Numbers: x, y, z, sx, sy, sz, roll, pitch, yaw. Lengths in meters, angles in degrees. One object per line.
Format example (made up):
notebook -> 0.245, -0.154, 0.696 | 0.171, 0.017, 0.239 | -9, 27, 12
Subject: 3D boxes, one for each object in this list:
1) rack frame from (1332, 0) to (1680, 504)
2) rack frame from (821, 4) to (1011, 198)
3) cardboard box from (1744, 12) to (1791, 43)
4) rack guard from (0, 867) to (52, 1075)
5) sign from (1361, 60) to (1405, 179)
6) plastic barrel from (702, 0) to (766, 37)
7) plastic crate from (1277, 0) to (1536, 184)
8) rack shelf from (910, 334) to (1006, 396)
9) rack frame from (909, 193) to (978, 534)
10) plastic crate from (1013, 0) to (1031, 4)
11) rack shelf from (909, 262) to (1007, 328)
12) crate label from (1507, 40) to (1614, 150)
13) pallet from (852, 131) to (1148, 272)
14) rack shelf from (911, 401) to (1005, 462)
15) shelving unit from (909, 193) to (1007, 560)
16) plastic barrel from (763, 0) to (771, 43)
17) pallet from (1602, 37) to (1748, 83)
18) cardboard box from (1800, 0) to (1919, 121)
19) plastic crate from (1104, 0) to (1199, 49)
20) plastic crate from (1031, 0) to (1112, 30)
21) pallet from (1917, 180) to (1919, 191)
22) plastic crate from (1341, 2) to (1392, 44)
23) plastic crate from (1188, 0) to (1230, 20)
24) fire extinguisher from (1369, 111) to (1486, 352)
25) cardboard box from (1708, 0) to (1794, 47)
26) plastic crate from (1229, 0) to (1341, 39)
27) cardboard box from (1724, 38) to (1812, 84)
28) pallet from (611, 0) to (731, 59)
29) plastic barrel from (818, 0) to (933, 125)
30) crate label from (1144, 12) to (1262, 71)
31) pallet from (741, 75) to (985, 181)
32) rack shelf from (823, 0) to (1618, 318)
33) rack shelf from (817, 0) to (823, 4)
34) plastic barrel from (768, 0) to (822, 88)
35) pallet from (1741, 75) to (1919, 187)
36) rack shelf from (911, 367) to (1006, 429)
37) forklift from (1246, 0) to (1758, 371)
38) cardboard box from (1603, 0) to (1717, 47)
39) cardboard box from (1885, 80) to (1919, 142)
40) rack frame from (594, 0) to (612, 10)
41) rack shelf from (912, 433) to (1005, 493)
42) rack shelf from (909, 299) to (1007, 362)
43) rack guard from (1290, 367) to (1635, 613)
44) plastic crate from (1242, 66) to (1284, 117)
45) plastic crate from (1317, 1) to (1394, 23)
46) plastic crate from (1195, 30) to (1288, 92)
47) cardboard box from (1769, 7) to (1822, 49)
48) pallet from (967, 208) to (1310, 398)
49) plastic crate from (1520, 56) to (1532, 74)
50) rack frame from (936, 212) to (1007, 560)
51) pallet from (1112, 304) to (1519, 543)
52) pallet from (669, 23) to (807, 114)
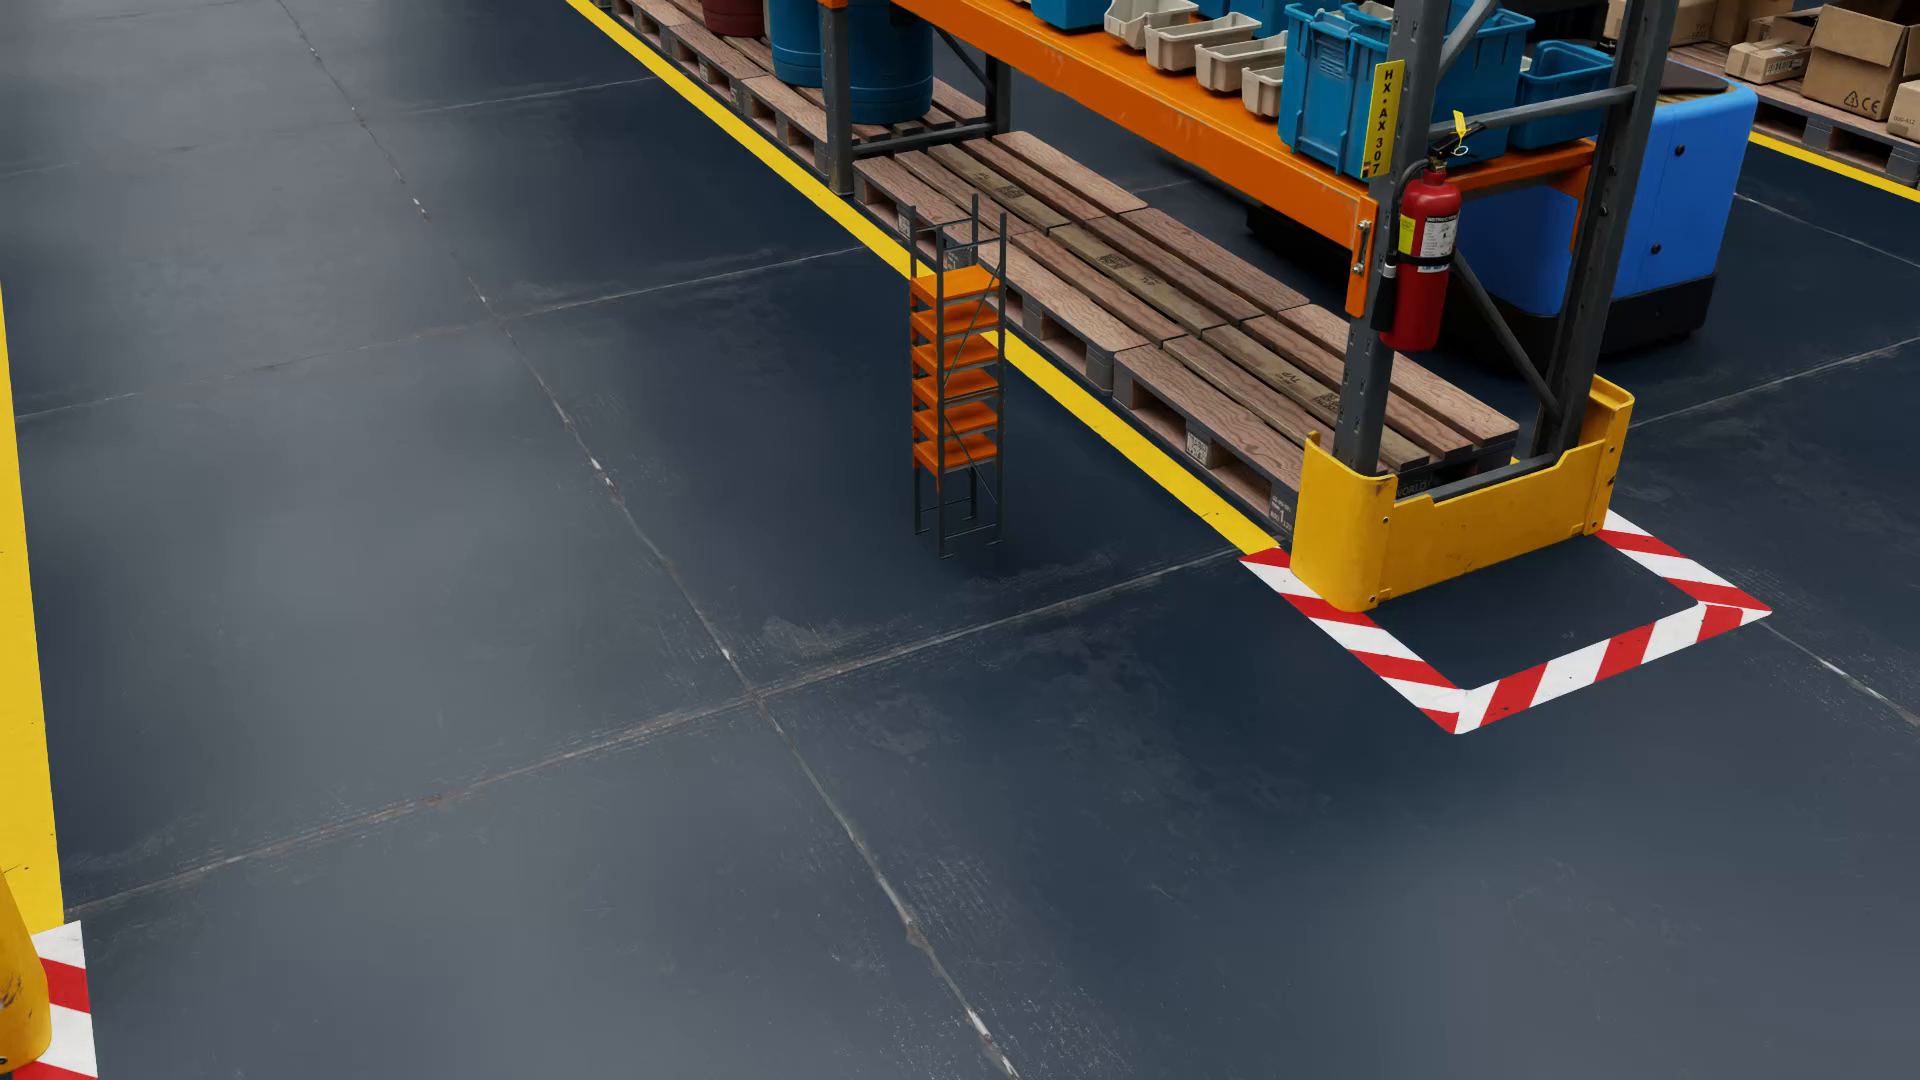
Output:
rack frame -> 1.661, -1.252, 4.923 | 1.000, 3.000, 0.127 | -16, 36, -23
rack frame -> -0.204, -3.161, 7.903 | 1.000, 3.000, 0.127 | -16, 36, -23
cardboard box -> 4.924, -3.025, 9.926 | 0.380, 0.149, 0.250 | -16, 36, -23
rack guard -> -2.709, 1.058, 3.635 | 1.175, 0.500, 0.348 | -16, 36, -23
sign -> 1.182, -1.174, 4.651 | 0.100, 0.325, 0.005 | -16, 36, -23
plastic barrel -> -1.299, -3.463, 10.221 | 0.600, 0.588, 0.708 | -16, 36, -23
plastic crate -> 1.340, -1.405, 5.074 | 0.616, 0.435, 0.499 | -16, 36, -23
rack shelf -> -0.007, -0.576, 5.396 | 0.258, 0.103, 0.180 | -16, 36, -23
rack frame -> -0.049, -0.556, 5.505 | 0.240, 1.200, 0.006 | -16, 36, -23
plastic crate -> 0.345, -2.361, 6.709 | 0.437, 0.282, 0.530 | -16, 36, -23
rack shelf -> -0.007, -0.778, 5.267 | 0.258, 0.103, 0.180 | -16, 36, -23
crate label -> 1.837, -1.407, 5.265 | 0.416, 0.233, 0.303 | -16, 36, -23
pallet -> 0.173, -1.645, 8.123 | 1.003, 0.211, 1.213 | -16, 36, -23
rack shelf -> -0.007, -0.374, 5.526 | 0.258, 0.103, 0.180 | -16, 36, -23
shelving unit -> -0.007, -0.512, 5.437 | 0.258, 1.200, 0.189 | -16, 36, -23
plastic barrel -> -0.957, -3.184, 9.856 | 0.421, 0.512, 0.421 | 0, 33, 0
pallet -> 4.499, -2.903, 10.085 | 1.003, 0.211, 1.213 | -16, 36, -23
cardboard box -> 5.060, -2.644, 9.002 | 0.797, 0.503, 0.637 | -16, 36, -23
plastic crate -> 0.692, -1.915, 6.147 | 0.298, 0.136, 0.250 | -16, 36, -23
plastic crate -> 0.477, -2.122, 6.381 | 0.416, 0.233, 0.300 | -16, 36, -23
pallet -> 5.637, -1.738, 8.267 | 1.003, 0.211, 1.213 | -16, 36, -23
plastic crate -> 1.530, -1.721, 5.756 | 0.416, 0.233, 0.300 | -16, 36, -23
plastic crate -> 1.083, -2.179, 6.470 | 0.416, 0.233, 0.300 | -16, 36, -23
fire extinguisher -> 1.329, -0.876, 4.754 | 0.296, 0.674, 0.183 | -16, 36, -23
cardboard box -> 4.696, -3.337, 10.087 | 0.500, 0.500, 0.500 | -16, 36, -23
plastic crate -> 1.223, -2.036, 6.246 | 0.416, 0.233, 0.300 | -16, 36, -23
cardboard box -> 4.596, -2.732, 9.452 | 0.380, 0.166, 0.250 | -16, 36, -23
pallet -> -1.664, -3.530, 11.064 | 1.003, 0.211, 1.213 | -16, 36, -23
plastic barrel -> -0.442, -2.718, 8.768 | 0.600, 0.901, 0.708 | -16, 36, -23
crate label -> 0.847, -1.778, 5.934 | 0.396, 0.136, 0.243 | -16, 36, -23
pallet -> -0.527, -2.365, 9.246 | 1.003, 0.211, 1.213 | -16, 36, -23
rack shelf -> 0.729, -1.903, 6.607 | 1.077, 0.370, 4.000 | -16, 36, -23
rack shelf -> -1.136, -3.812, 9.587 | 1.077, 0.370, 4.000 | -16, 36, -23
plastic barrel -> -0.773, -3.056, 9.295 | 0.600, 0.901, 0.708 | -16, 36, -23
pallet -> 5.072, -2.320, 9.175 | 1.003, 0.211, 1.213 | -16, 36, -23
rack shelf -> -0.007, -0.475, 5.461 | 0.258, 0.103, 0.180 | -16, 36, -23
forklift -> 2.044, -2.687, 7.227 | 1.130, 2.935, 3.031 | -15, 36, -22
cardboard box -> 4.184, -3.203, 10.054 | 0.500, 0.311, 0.500 | -16, 36, -23
cardboard box -> 5.157, -2.182, 8.516 | 0.500, 0.250, 0.500 | -16, 36, -23
rack frame -> -2.069, -5.070, 10.882 | 1.000, 3.000, 0.127 | -16, 36, -23
rack shelf -> -0.007, -0.273, 5.591 | 0.258, 0.103, 0.180 | -16, 36, -23
rack shelf -> -0.007, -0.677, 5.332 | 0.258, 0.103, 0.180 | -16, 36, -23
rack guard -> 1.684, -0.191, 5.585 | 1.175, 0.500, 0.348 | -16, 36, -23
plastic crate -> 1.121, -1.510, 5.515 | 0.396, 0.136, 0.243 | -16, 36, -23
plastic crate -> 1.445, -1.864, 6.068 | 0.250, 0.136, 0.298 | -16, 36, -23
plastic crate -> 0.998, -1.652, 5.736 | 0.396, 0.136, 0.243 | -16, 36, -23
cardboard box -> 5.046, -2.899, 9.580 | 0.500, 0.311, 0.500 | -16, 36, -23
pallet -> 0.746, -1.062, 7.213 | 1.003, 0.211, 1.213 | -16, 36, -23
plastic crate -> 1.761, -1.541, 5.563 | 0.250, 0.136, 0.298 | -16, 36, -23
rack frame -> 0.036, -0.468, 5.369 | 0.240, 1.200, 0.006 | -16, 36, -23
pallet -> 1.311, -0.481, 6.305 | 1.003, 0.211, 1.213 | -16, 36, -23
pallet -> -1.100, -2.948, 10.156 | 1.003, 0.211, 1.213 | -16, 36, -23
